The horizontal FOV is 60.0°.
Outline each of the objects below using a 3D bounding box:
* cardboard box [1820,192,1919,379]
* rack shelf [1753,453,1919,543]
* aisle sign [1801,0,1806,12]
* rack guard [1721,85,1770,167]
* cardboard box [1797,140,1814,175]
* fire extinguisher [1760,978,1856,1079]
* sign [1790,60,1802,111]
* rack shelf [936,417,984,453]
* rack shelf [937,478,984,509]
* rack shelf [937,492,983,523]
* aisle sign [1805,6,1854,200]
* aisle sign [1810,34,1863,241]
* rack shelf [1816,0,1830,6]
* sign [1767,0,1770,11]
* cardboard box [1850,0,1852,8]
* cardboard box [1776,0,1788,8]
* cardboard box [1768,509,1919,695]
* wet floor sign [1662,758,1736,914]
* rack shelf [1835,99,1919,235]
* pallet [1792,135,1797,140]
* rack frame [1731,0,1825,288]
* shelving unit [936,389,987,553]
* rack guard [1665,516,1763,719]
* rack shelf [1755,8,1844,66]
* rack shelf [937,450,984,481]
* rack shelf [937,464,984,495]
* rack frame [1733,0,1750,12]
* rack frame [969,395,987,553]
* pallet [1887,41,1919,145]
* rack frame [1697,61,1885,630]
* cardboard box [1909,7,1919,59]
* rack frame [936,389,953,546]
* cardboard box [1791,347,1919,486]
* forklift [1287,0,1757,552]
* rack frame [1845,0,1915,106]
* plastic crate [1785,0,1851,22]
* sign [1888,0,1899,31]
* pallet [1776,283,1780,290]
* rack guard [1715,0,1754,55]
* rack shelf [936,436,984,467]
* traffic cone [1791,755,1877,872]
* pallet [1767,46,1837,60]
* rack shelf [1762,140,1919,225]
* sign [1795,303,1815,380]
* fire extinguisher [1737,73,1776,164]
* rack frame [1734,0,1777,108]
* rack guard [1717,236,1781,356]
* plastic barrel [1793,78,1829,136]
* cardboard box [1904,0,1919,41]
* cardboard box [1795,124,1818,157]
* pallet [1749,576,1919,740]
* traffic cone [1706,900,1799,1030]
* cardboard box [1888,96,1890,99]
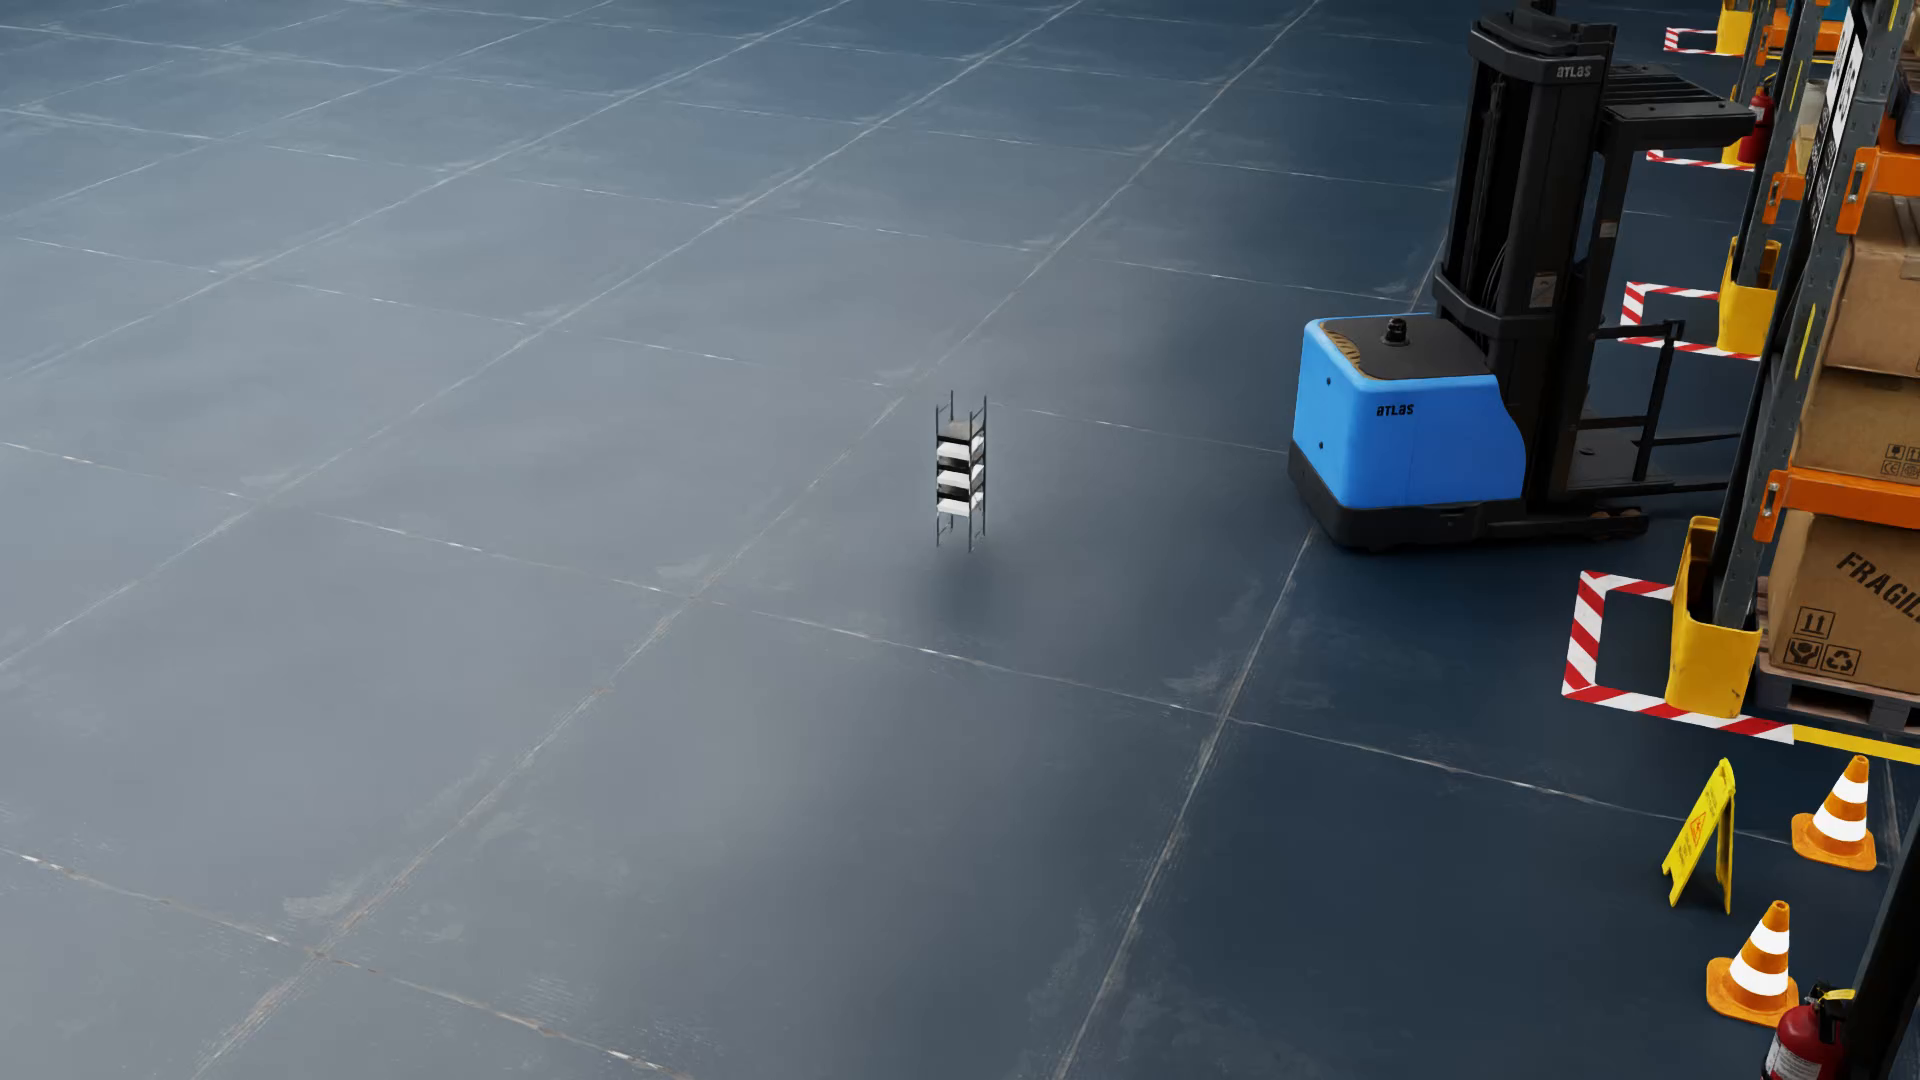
[{"bbox_3d":[4.241,-1.157,7.499,0.550,0.550,0.875,11,31,19],"label":"cardboard box"},{"bbox_3d":[5.765,-0.025,7.476,4.000,0.370,1.077,11,31,19],"label":"rack shelf"},{"bbox_3d":[5.700,-3.957,11.061,0.004,0.787,0.394,11,31,19],"label":"aisle sign"},{"bbox_3d":[7.821,-4.128,16.546,0.348,0.500,1.175,11,31,19],"label":"rack guard"},{"bbox_3d":[6.045,-2.680,11.698,0.250,0.149,0.380,11,31,19],"label":"cardboard box"},{"bbox_3d":[2.212,1.370,4.356,0.183,0.674,0.296,11,31,19],"label":"fire extinguisher"},{"bbox_3d":[5.667,-3.080,11.271,0.005,0.325,0.100,11,31,19],"label":"sign"},{"bbox_3d":[0.008,-0.596,9.409,0.200,0.077,0.258,11,31,19],"label":"rack shelf"},{"bbox_3d":[0.008,-0.283,9.587,0.200,0.077,0.258,11,31,19],"label":"rack shelf"},{"bbox_3d":[0.008,-0.205,9.631,0.200,0.077,0.258,11,31,19],"label":"rack shelf"},{"bbox_3d":[3.959,-1.989,7.579,0.004,0.787,0.394,11,31,19],"label":"aisle sign"},{"bbox_3d":[3.734,-1.716,7.095,0.004,0.787,0.394,11,31,19],"label":"aisle sign"},{"bbox_3d":[7.724,-3.573,10.706,4.000,0.370,1.077,11,31,19],"label":"rack shelf"},{"bbox_3d":[7.522,-5.080,15.407,0.005,0.325,0.100,11,31,19],"label":"sign"},{"bbox_3d":[6.473,-3.570,11.598,0.500,0.500,0.500,11,31,19],"label":"cardboard box"},{"bbox_3d":[10.207,-6.816,20.365,0.500,0.500,0.500,11,31,19],"label":"cardboard box"},{"bbox_3d":[4.565,0.130,8.205,0.875,0.875,0.875,11,31,19],"label":"cardboard box"},{"bbox_3d":[3.141,1.215,6.945,0.232,0.644,0.267,6,30,11],"label":"wet floor sign"},{"bbox_3d":[5.765,-1.331,6.738,4.000,0.370,1.077,11,31,19],"label":"rack shelf"},{"bbox_3d":[8.572,-3.850,16.347,1.213,0.211,1.003,11,31,19],"label":"pallet"},{"bbox_3d":[5.870,-2.951,11.922,0.127,3.000,1.000,11,31,19],"label":"rack frame"},{"bbox_3d":[0.008,-0.390,9.526,0.210,0.900,0.258,11,31,19],"label":"shelving unit"},{"bbox_3d":[3.890,0.376,8.577,0.348,0.500,1.175,11,31,19],"label":"rack guard"},{"bbox_3d":[9.586,-4.526,15.440,4.000,0.370,1.077,11,31,19],"label":"rack shelf"},{"bbox_3d":[0.008,-0.440,9.498,0.200,0.077,0.258,11,31,19],"label":"rack shelf"},{"bbox_3d":[0.008,-0.361,9.542,0.200,0.077,0.258,11,31,19],"label":"rack shelf"},{"bbox_3d":[9.598,-7.467,19.912,0.127,3.000,1.000,11,31,19],"label":"rack frame"},{"bbox_3d":[0.102,-0.371,9.493,0.006,0.900,0.240,11,31,19],"label":"rack frame"},{"bbox_3d":[4.603,-1.843,7.003,1.213,0.211,1.003,11,31,19],"label":"pallet"},{"bbox_3d":[3.912,-0.708,7.954,0.127,3.000,1.000,11,31,19],"label":"rack frame"},{"bbox_3d":[4.348,-2.224,7.314,0.250,0.149,0.380,11,31,19],"label":"cardboard box"},{"bbox_3d":[-0.087,-0.409,9.559,0.006,0.900,0.240,11,31,19],"label":"rack frame"},{"bbox_3d":[4.273,-0.725,7.832,0.550,0.550,0.875,11,31,19],"label":"cardboard box"},{"bbox_3d":[3.594,-1.528,9.475,3.031,2.935,1.130,-4,30,-7],"label":"forklift"},{"bbox_3d":[3.912,-3.320,6.478,0.127,3.000,1.000,11,31,19],"label":"rack frame"},{"bbox_3d":[8.309,-5.188,16.032,0.616,0.251,0.499,11,31,19],"label":"plastic crate"},{"bbox_3d":[3.698,-2.177,6.536,0.005,0.325,0.100,11,31,19],"label":"sign"},{"bbox_3d":[6.680,-1.556,12.289,1.213,0.211,1.003,11,31,19],"label":"pallet"},{"bbox_3d":[9.576,-6.383,20.535,0.348,0.500,1.175,11,31,19],"label":"rack guard"},{"bbox_3d":[0.008,-0.518,9.454,0.200,0.077,0.258,11,31,19],"label":"rack shelf"},{"bbox_3d":[3.870,1.142,7.259,0.334,0.463,0.336,11,31,19],"label":"traffic cone"},{"bbox_3d":[10.323,-6.131,20.382,1.213,0.211,1.003,11,31,19],"label":"pallet"},{"bbox_3d":[7.724,-2.268,11.444,4.000,0.370,1.077,11,31,19],"label":"rack shelf"},{"bbox_3d":[3.698,-0.867,7.276,0.005,0.325,0.100,11,31,19],"label":"sign"},{"bbox_3d":[5.938,-3.148,12.350,0.183,0.674,0.296,11,31,19],"label":"fire extinguisher"},{"bbox_3d":[7.733,-5.209,15.918,0.127,3.000,1.000,11,31,19],"label":"rack frame"},{"bbox_3d":[5.941,-1.848,12.512,0.348,0.500,1.175,11,31,19],"label":"rack guard"},{"bbox_3d":[8.371,-4.222,16.273,0.421,0.512,0.421,0,29,0],"label":"plastic barrel"},{"bbox_3d":[6.278,-3.333,11.178,0.500,0.500,0.500,11,31,19],"label":"cardboard box"},{"bbox_3d":[6.212,-2.883,12.057,0.250,0.149,0.380,11,31,19],"label":"cardboard box"},{"bbox_3d":[4.682,0.618,8.442,1.213,0.211,1.003,11,31,19],"label":"pallet"},{"bbox_3d":[3.130,1.595,6.459,0.334,0.463,0.336,11,31,19],"label":"traffic cone"},{"bbox_3d":[6.370,-3.009,11.622,0.500,0.500,0.875,11,31,19],"label":"cardboard box"}]
